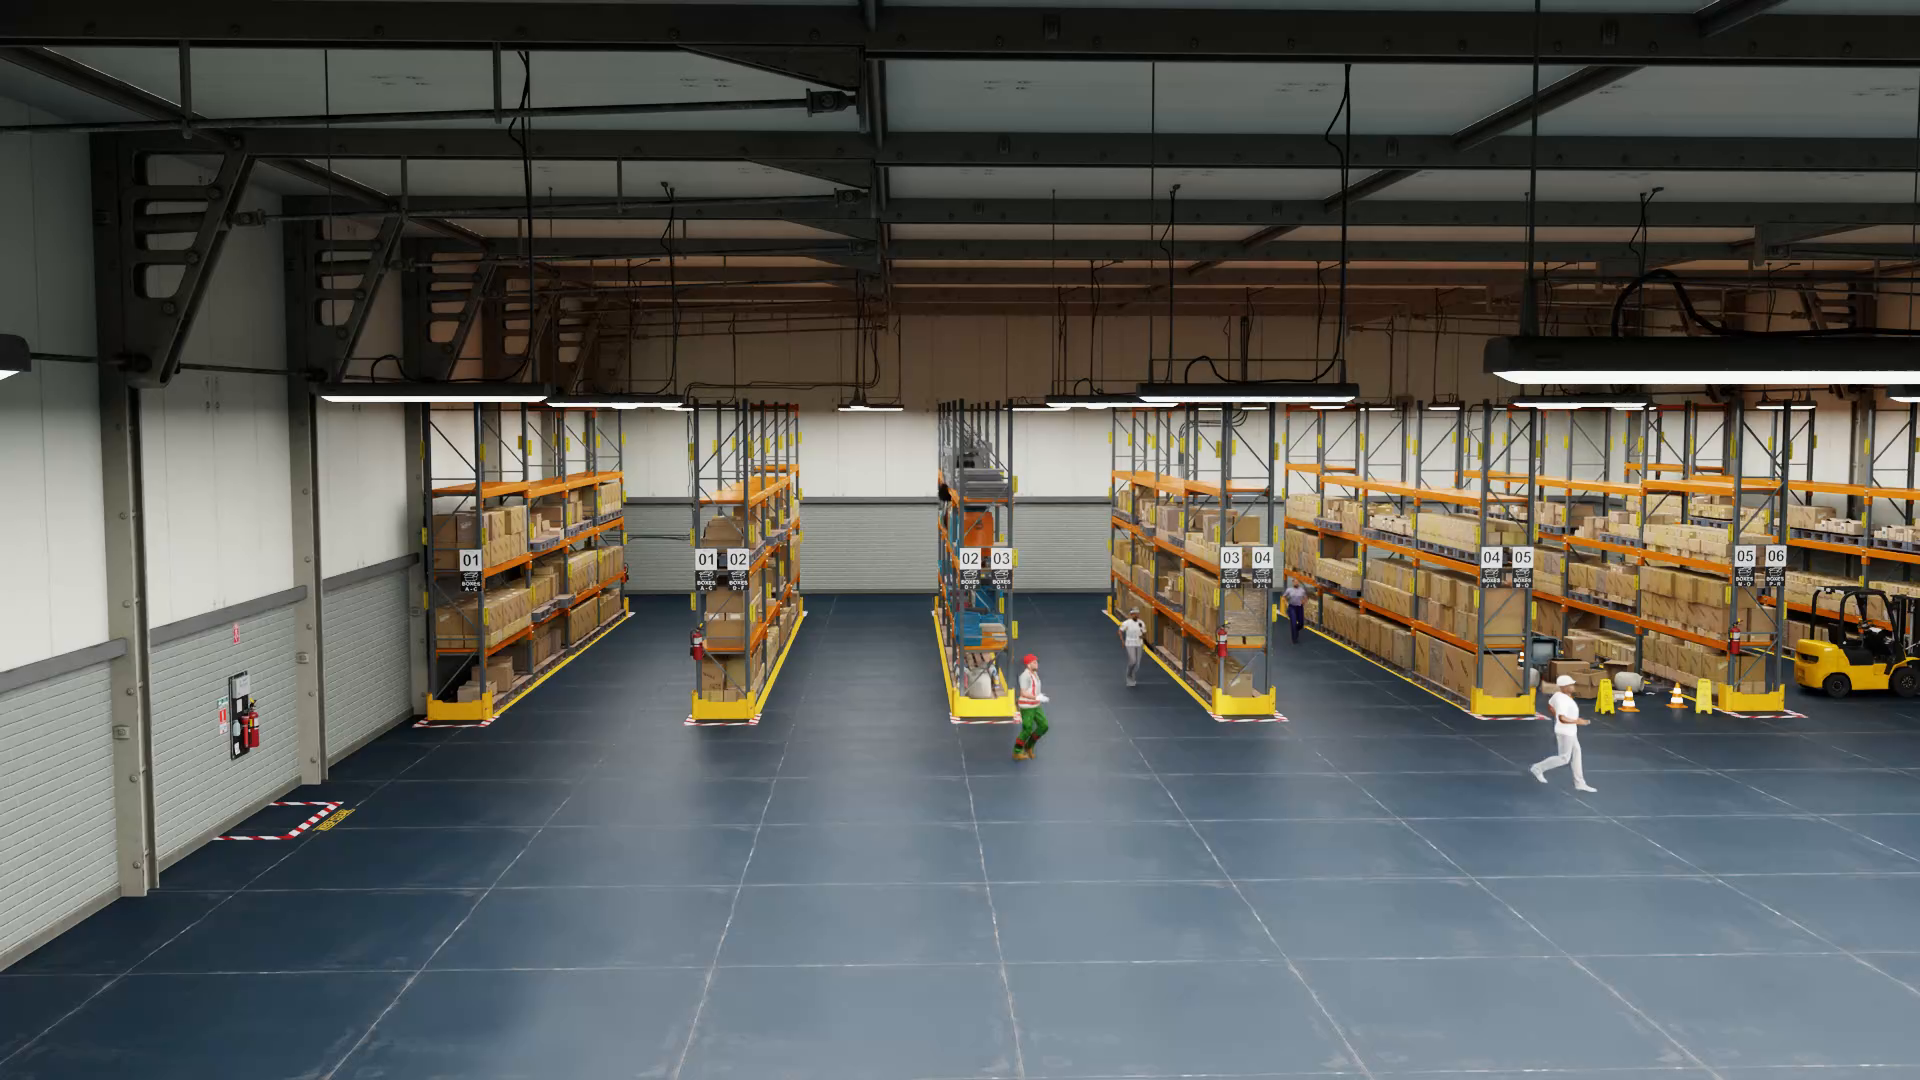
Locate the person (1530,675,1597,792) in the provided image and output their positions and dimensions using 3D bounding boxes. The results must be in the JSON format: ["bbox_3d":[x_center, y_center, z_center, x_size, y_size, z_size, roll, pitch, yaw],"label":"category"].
[{"bbox_3d":[9.147,2.923,25.161,0.956,1.762,0.700,2,5,22],"label":"person"}]

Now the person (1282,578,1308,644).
[{"bbox_3d":[8.402,1.758,41.684,0.620,1.600,0.803,0,4,-1],"label":"person"}]

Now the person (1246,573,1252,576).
[{"bbox_3d":[8.367,1.303,48.099,0.706,1.538,0.594,-4,6,-43],"label":"person"}]

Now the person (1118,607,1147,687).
[{"bbox_3d":[3.642,2.231,34.733,0.545,1.686,0.657,-1,4,-13],"label":"person"}]

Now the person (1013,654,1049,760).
[{"bbox_3d":[1.202,2.761,27.408,0.676,1.785,0.686,2,5,27],"label":"person"}]
